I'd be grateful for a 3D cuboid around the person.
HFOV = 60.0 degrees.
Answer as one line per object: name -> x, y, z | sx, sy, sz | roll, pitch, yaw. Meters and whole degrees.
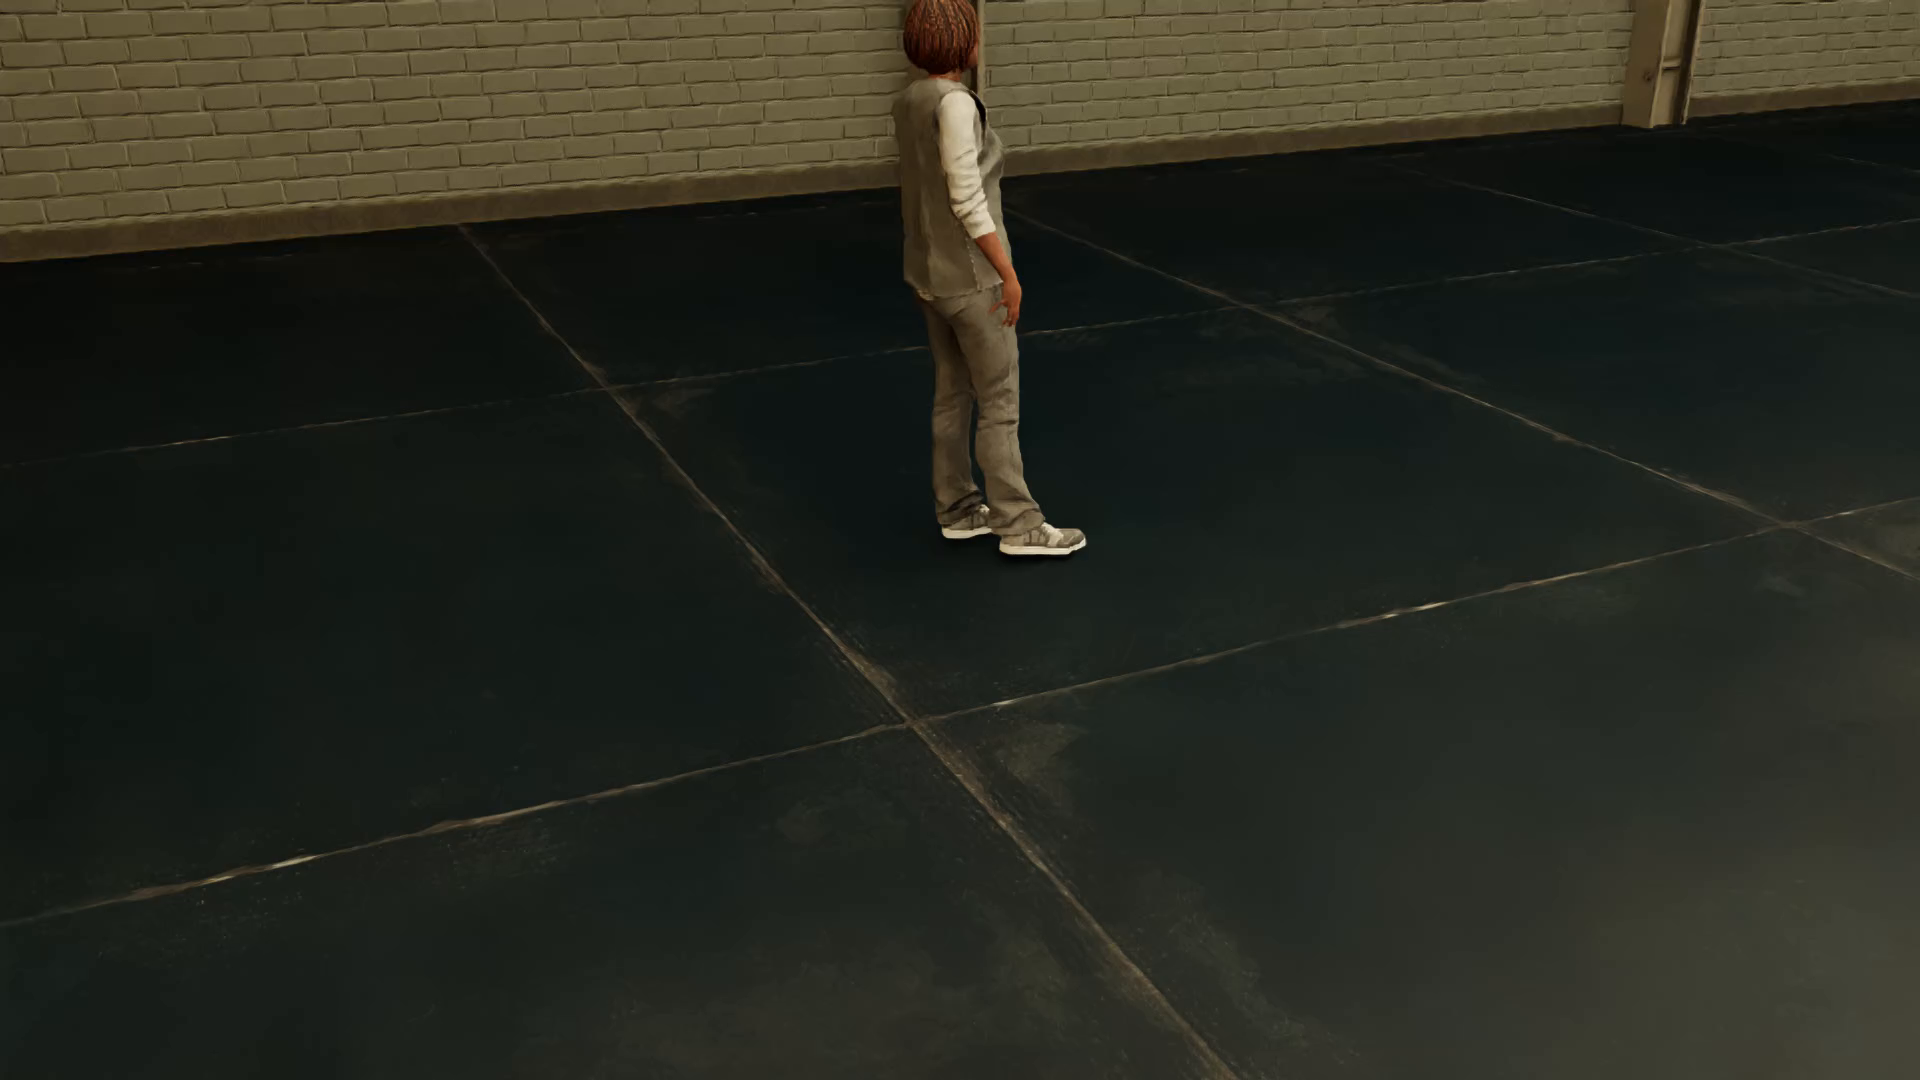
person -> 0.073, -0.751, 4.815 | 0.474, 1.597, 0.521 | -10, 25, -23
